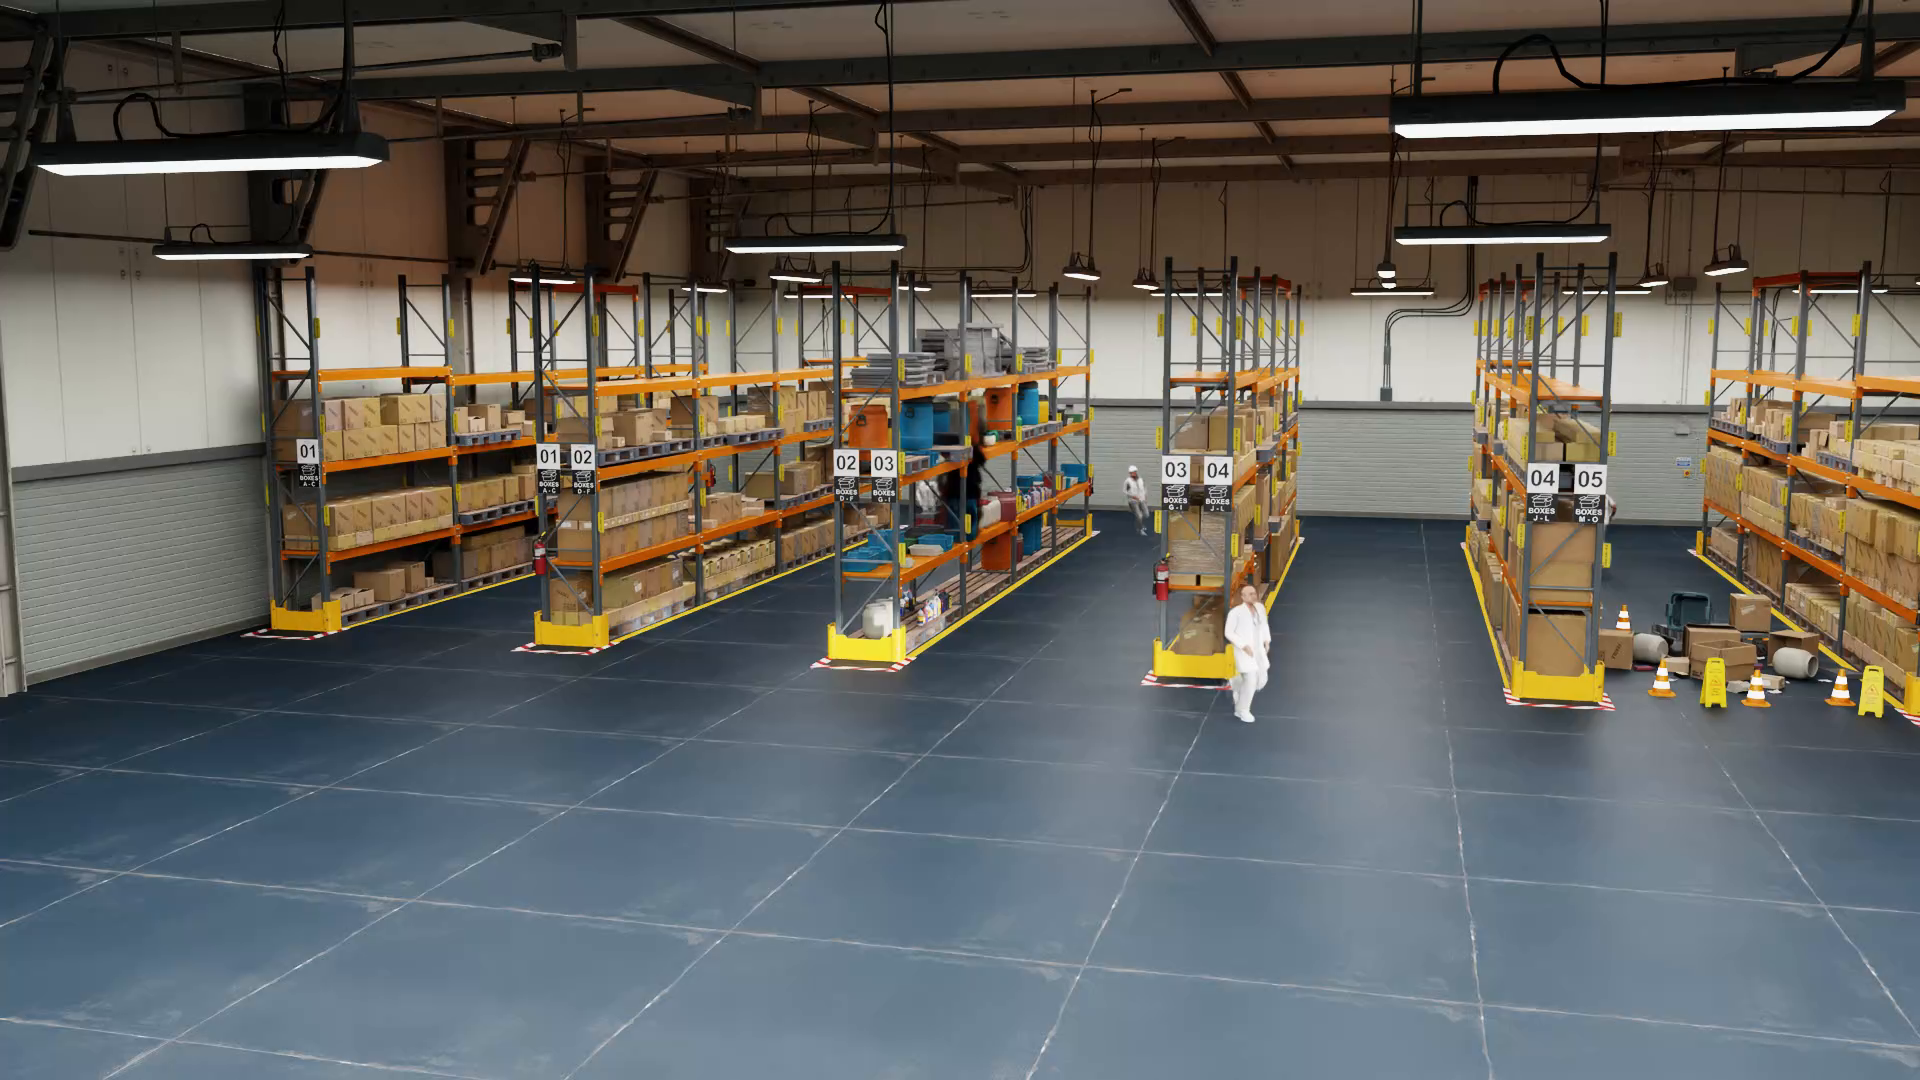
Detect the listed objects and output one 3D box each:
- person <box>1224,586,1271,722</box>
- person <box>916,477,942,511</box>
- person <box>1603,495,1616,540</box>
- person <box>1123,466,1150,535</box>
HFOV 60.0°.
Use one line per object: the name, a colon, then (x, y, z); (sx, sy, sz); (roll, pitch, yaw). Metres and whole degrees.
person: (3.693, 1.445, 21.389); (0.731, 1.749, 0.706); (-4, 8, -29)
person: (-0.750, -0.806, 39.250); (0.630, 1.675, 0.764); (0, 7, 3)
person: (13.487, -0.320, 35.183); (0.650, 1.795, 1.144); (1, 7, 9)
person: (4.286, -0.956, 40.438); (0.722, 1.712, 0.536); (-3, 8, -19)
